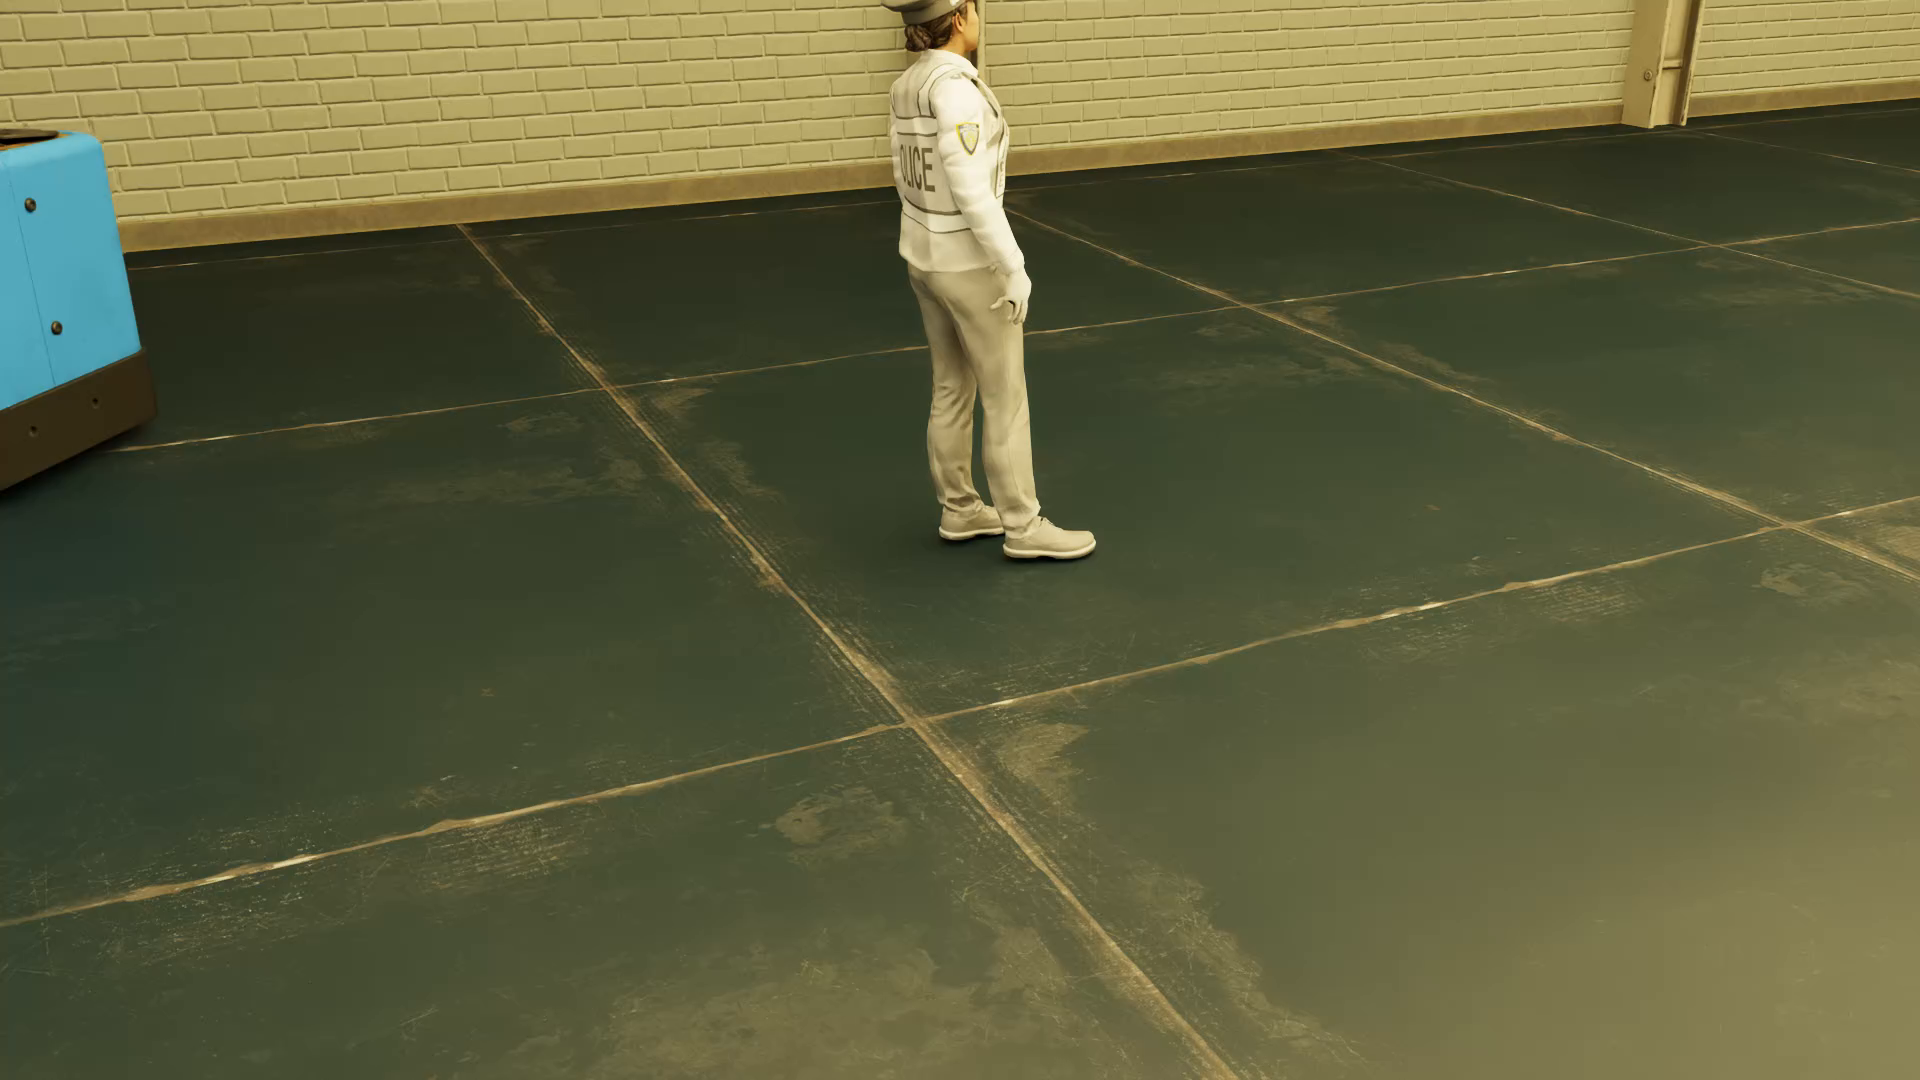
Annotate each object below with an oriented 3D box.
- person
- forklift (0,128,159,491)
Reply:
[{"bbox_3d":[0.065,-0.798,4.800,0.530,1.694,0.587,-10,25,-23],"label":"person"},{"bbox_3d":[-4.469,-1.685,5.341,3.031,2.935,1.130,4,23,11],"label":"forklift"}]
